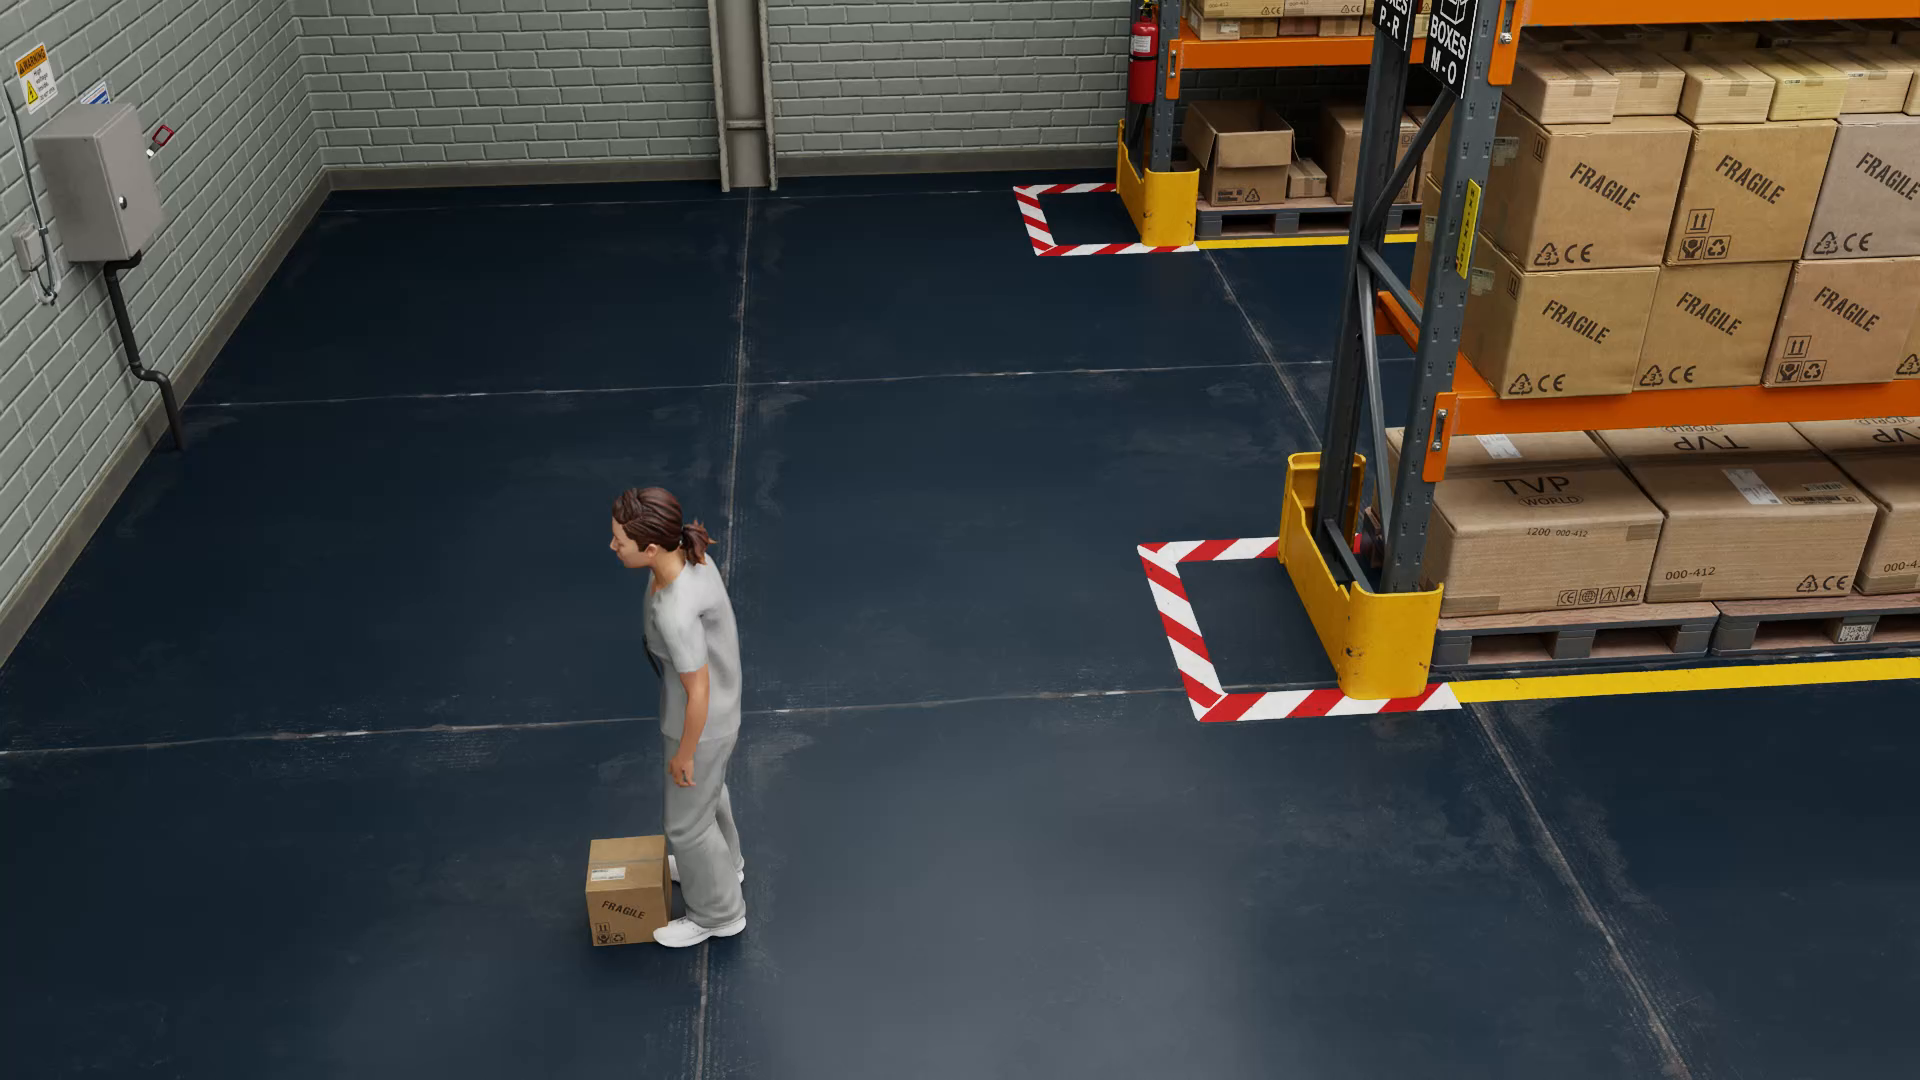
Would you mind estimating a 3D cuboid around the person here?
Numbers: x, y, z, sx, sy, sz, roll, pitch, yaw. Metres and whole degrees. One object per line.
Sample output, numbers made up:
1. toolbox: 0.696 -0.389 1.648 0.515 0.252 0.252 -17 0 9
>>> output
1. person: -0.859 0.550 5.228 0.362 1.671 0.513 -5 32 -8
